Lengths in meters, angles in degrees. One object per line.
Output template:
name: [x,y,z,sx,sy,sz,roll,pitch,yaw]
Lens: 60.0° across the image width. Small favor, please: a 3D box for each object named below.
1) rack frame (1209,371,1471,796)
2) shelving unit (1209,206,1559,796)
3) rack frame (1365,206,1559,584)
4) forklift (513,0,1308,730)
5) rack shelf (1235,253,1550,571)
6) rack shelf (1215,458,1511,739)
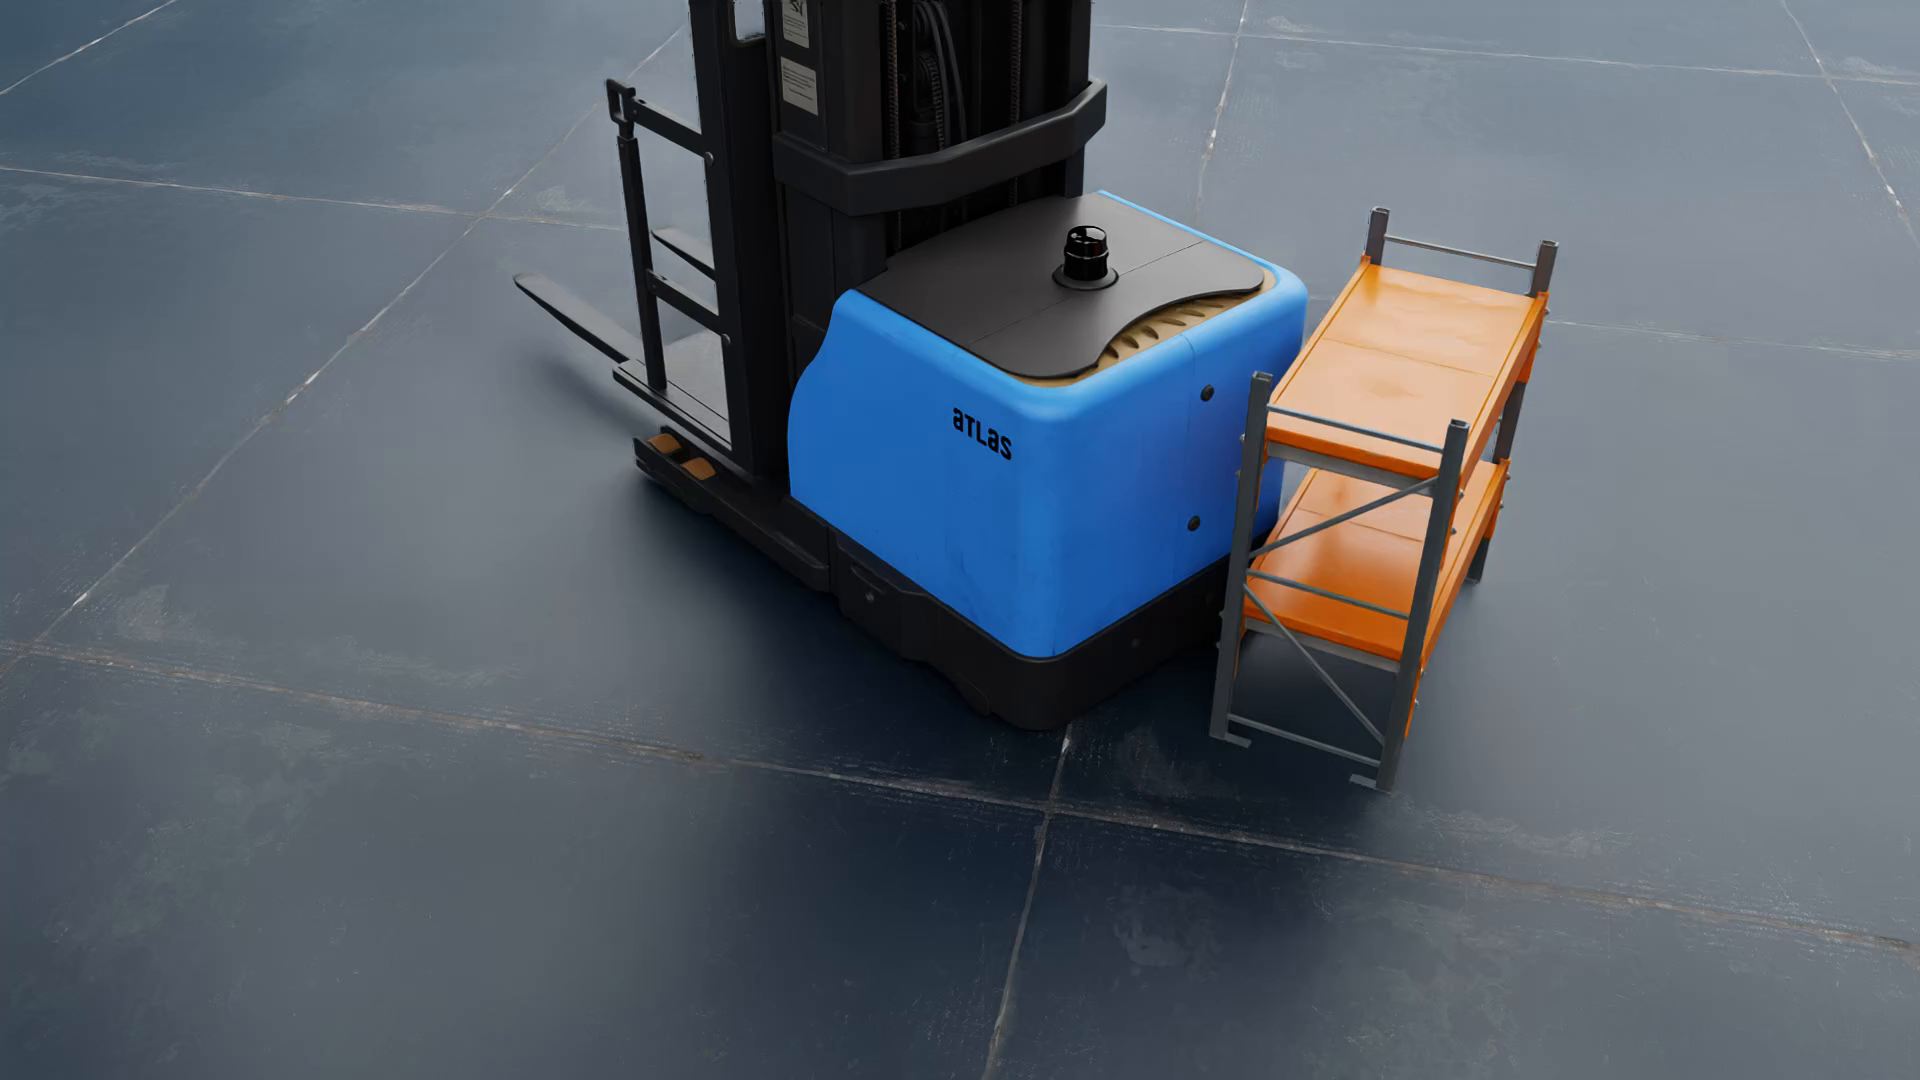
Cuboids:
rack frame: [0.905,0.136,4.104,0.500,1.125,0.032,17,39,22]
shelving unit: [1.136,-0.130,4.471,0.538,1.125,1.048,17,39,22]
rack frame: [1.366,-0.396,4.838,0.500,1.125,0.032,17,39,22]
forklift: [-0.419,-1.462,4.770,1.130,2.935,3.031,-28,44,-33]
rack shelf: [1.136,-0.367,4.299,0.538,0.278,1.000,17,39,22]
rack shelf: [1.136,0.068,4.614,0.538,0.278,1.000,17,39,22]
